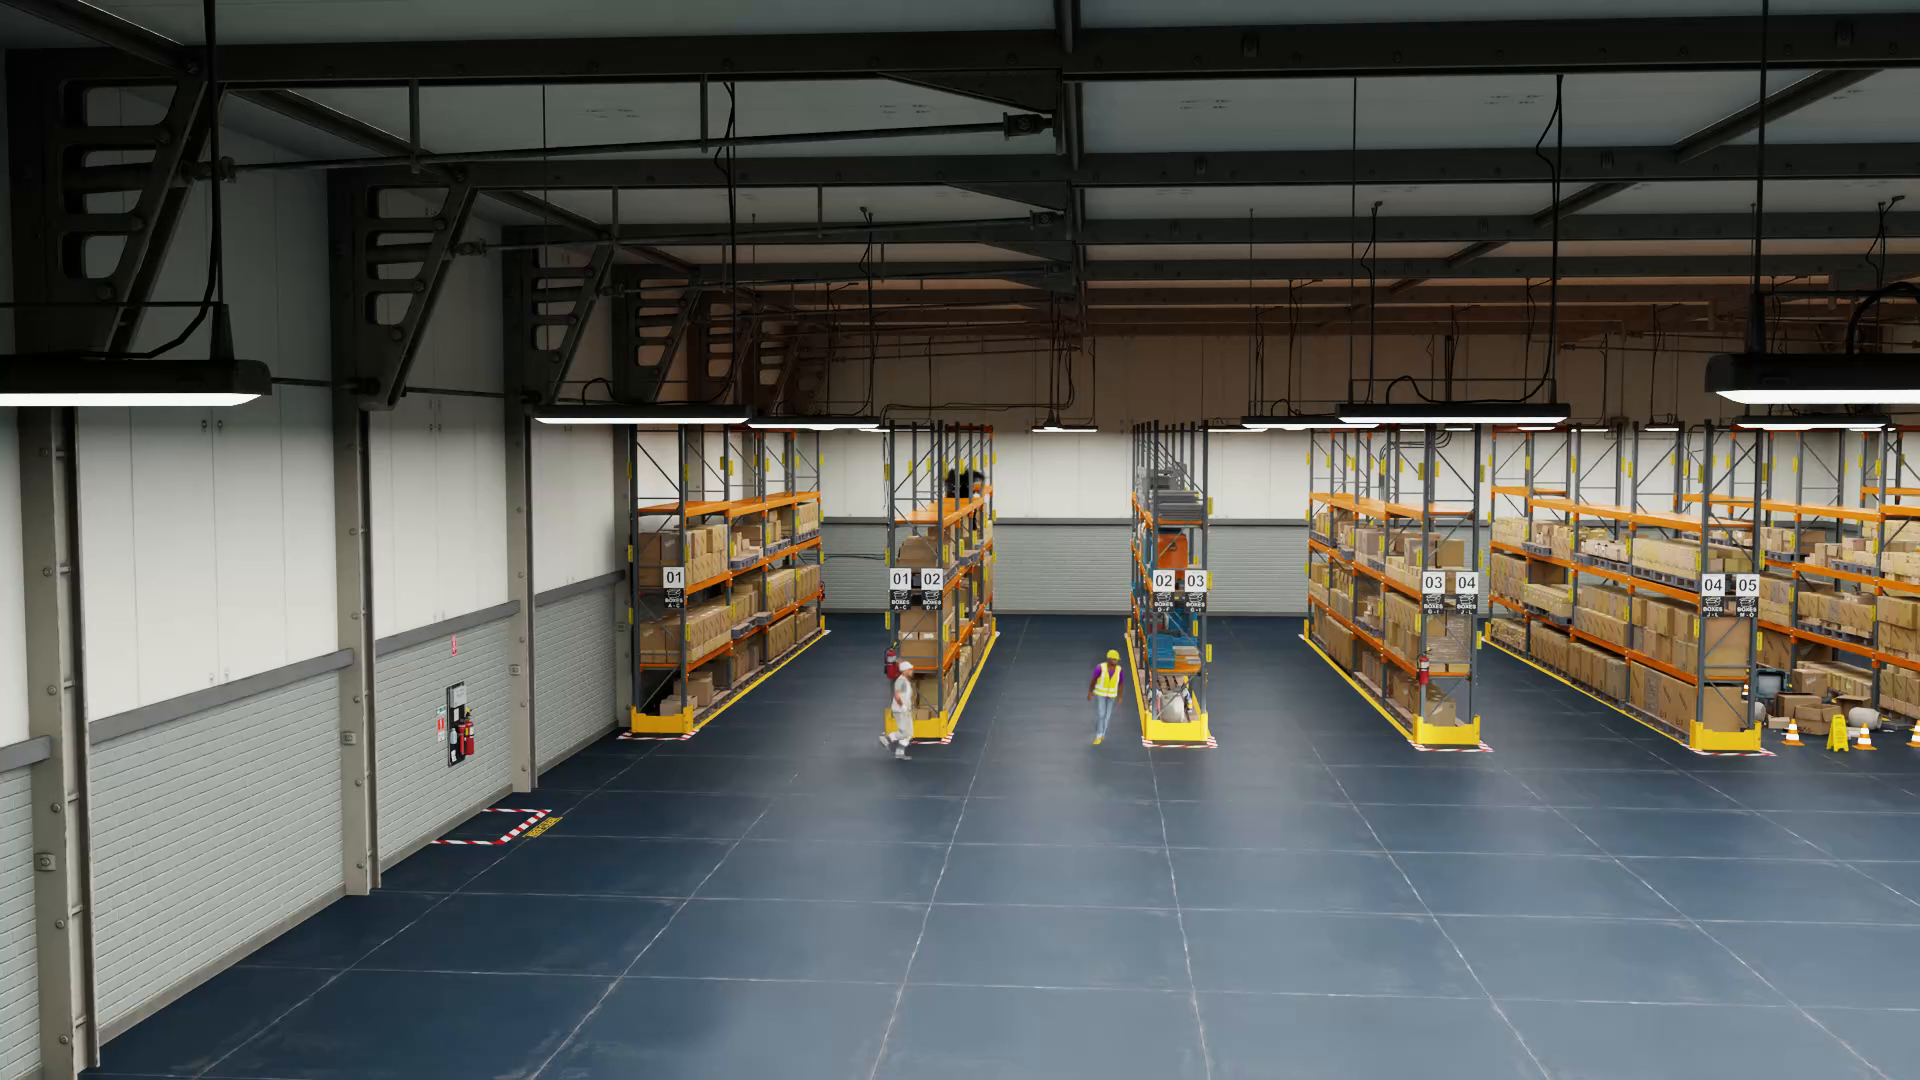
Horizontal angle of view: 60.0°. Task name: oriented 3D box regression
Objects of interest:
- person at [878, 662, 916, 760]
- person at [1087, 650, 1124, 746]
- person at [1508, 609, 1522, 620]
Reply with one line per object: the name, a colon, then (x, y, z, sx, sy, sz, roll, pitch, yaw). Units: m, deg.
person: (-1.129, 3.001, 29.304, 0.661, 1.730, 0.682, 1, 4, 15)
person: (2.694, 2.905, 30.885, 0.655, 1.762, 0.654, -1, 4, -14)
person: (15.852, 1.917, 47.181, 0.631, 1.658, 0.620, 1, 4, 13)
